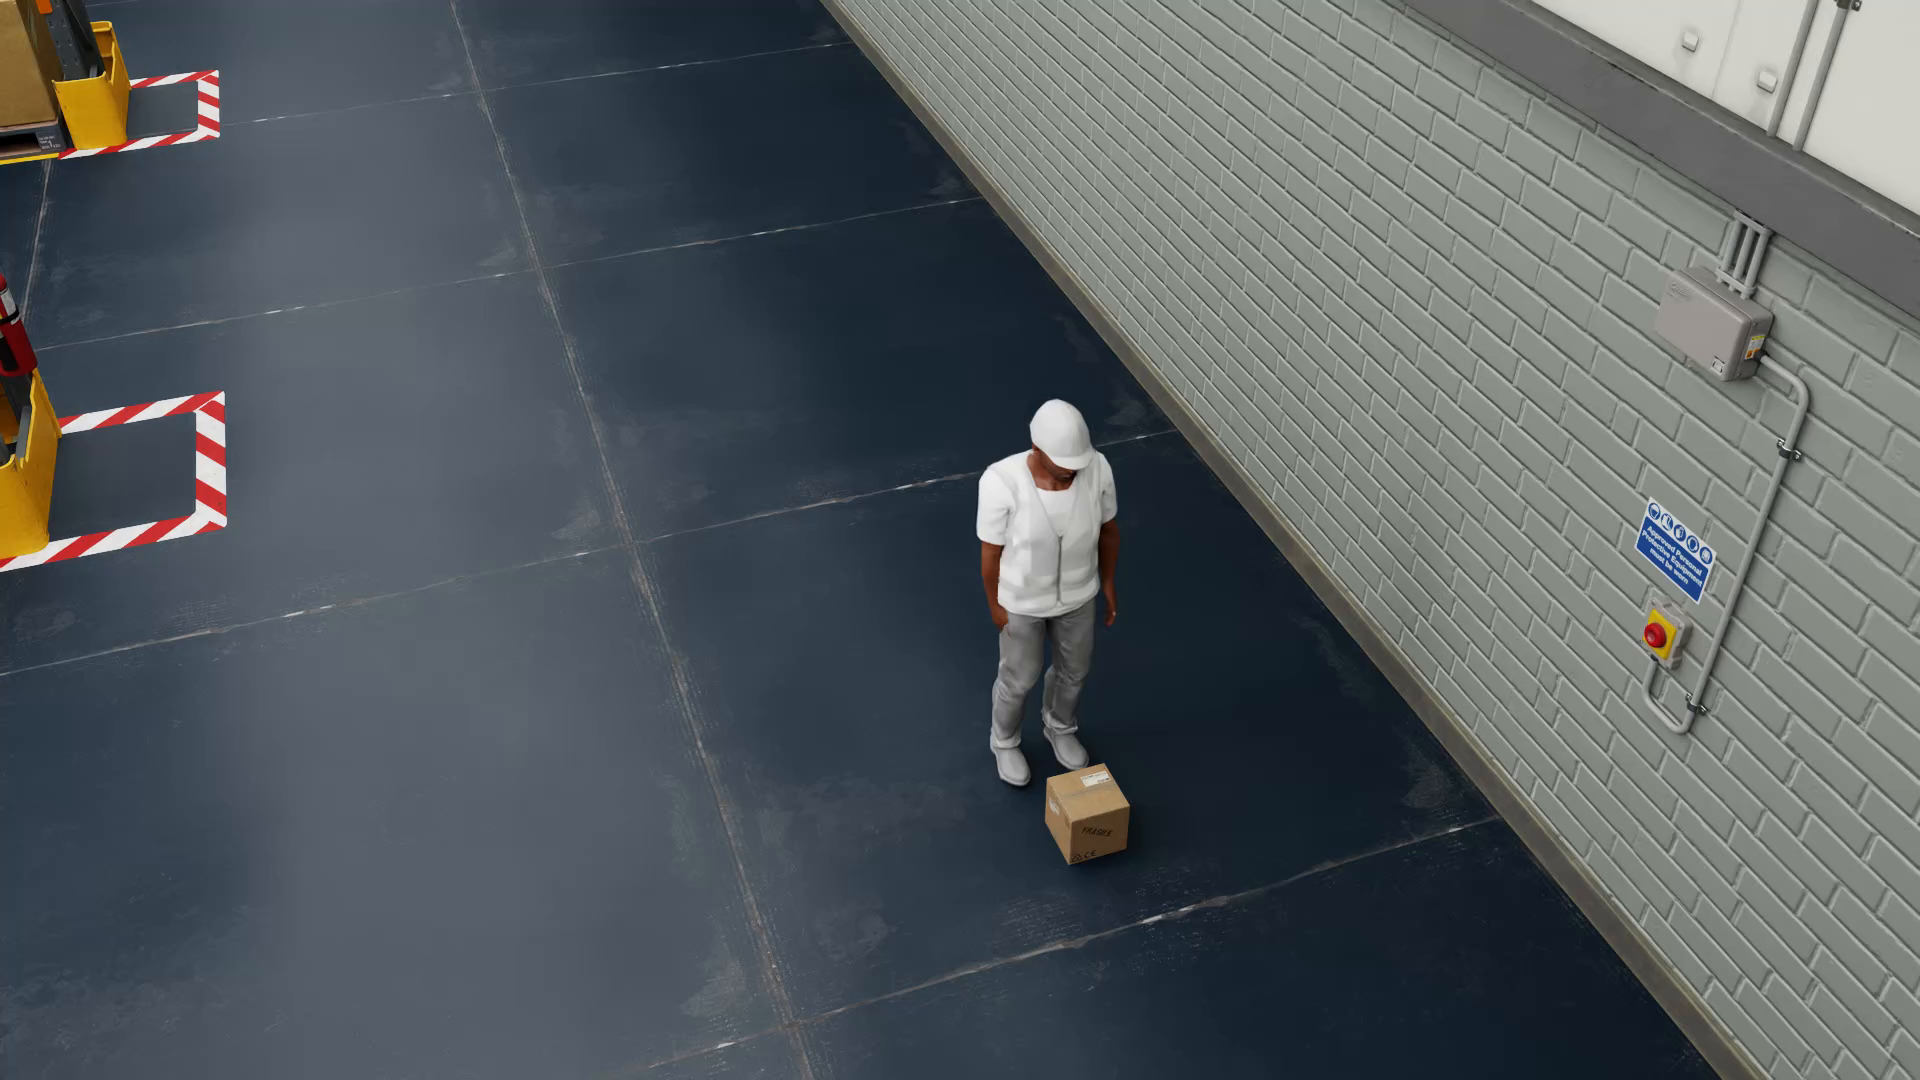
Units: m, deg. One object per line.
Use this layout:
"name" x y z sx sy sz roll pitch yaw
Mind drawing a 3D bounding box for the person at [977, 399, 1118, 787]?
"person" 0.350 0.201 6.508 0.567 1.759 0.368 -12 39 -15
